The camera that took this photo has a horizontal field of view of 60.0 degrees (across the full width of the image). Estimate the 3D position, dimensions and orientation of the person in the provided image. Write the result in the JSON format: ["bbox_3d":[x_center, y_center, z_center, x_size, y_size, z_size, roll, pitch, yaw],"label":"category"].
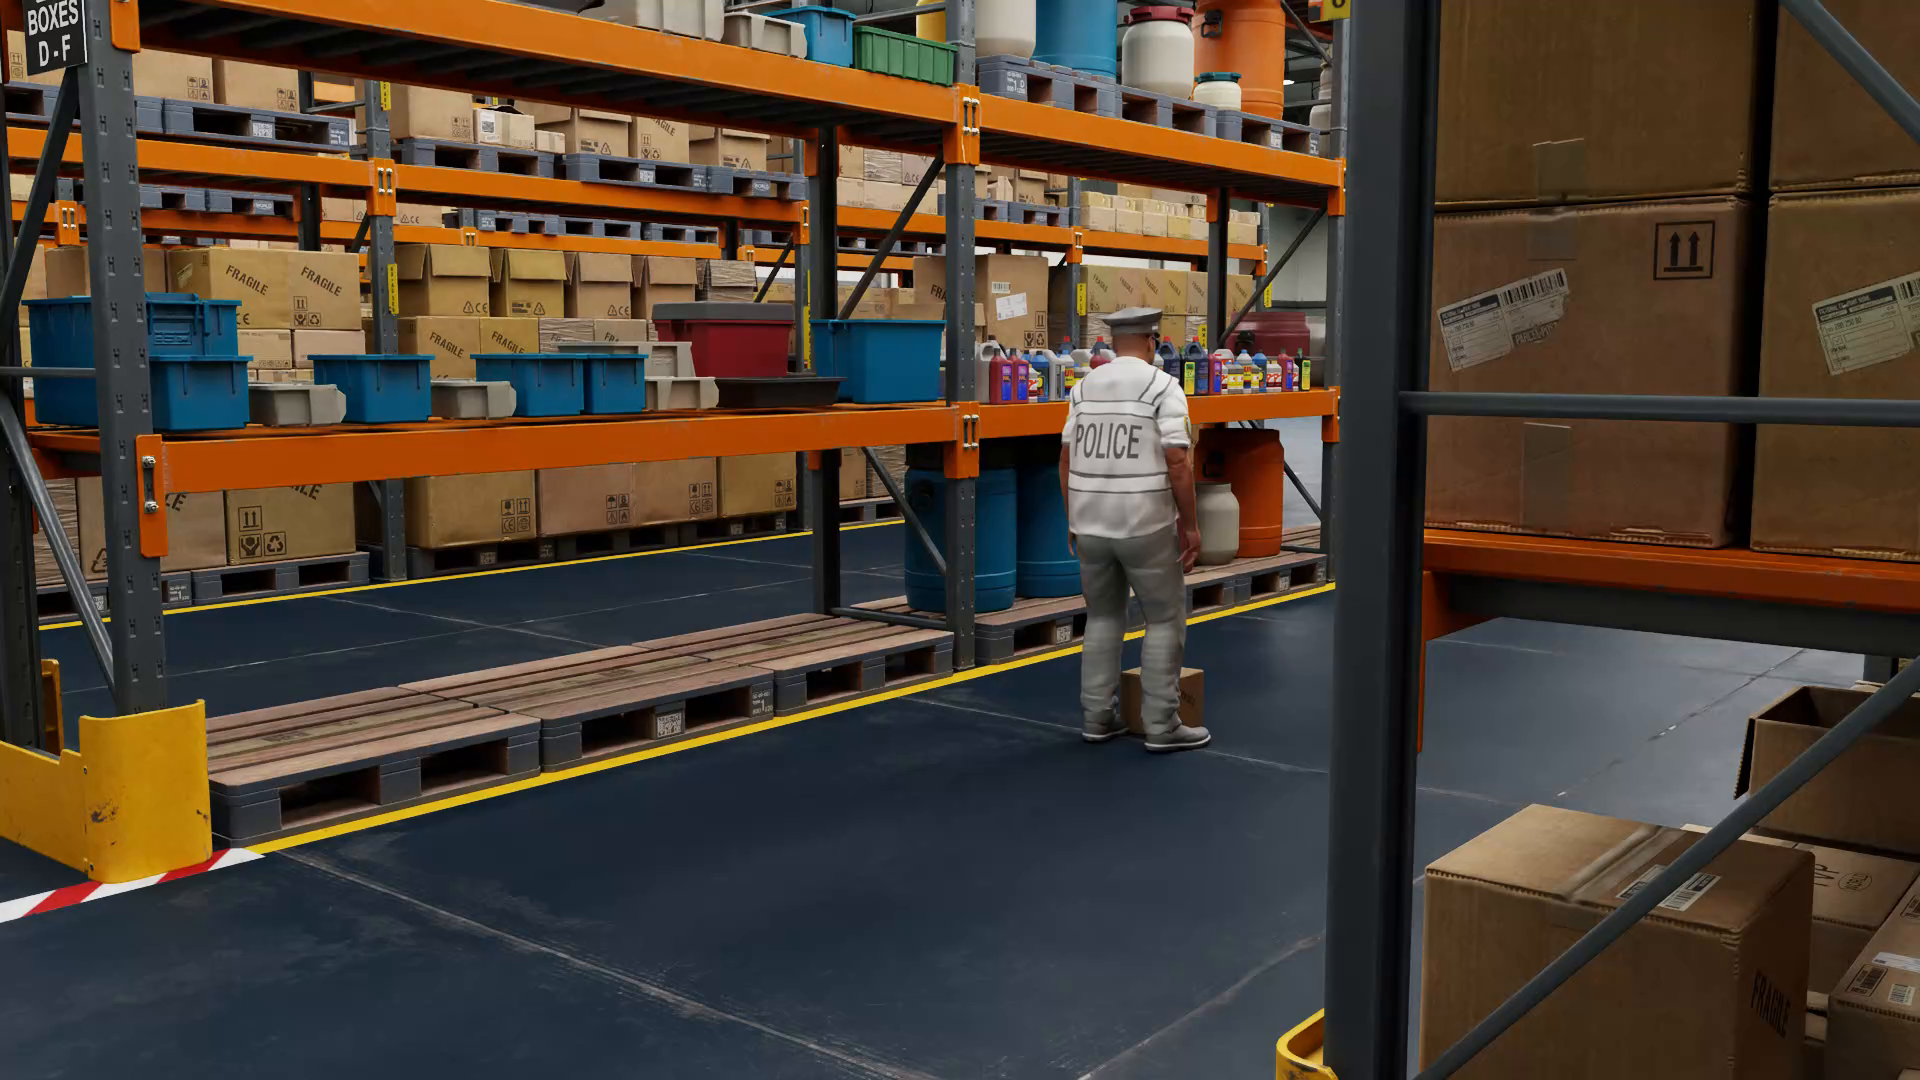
[{"bbox_3d":[0.671,-0.051,6.632,0.606,1.748,0.431,5,8,35],"label":"person"}]
